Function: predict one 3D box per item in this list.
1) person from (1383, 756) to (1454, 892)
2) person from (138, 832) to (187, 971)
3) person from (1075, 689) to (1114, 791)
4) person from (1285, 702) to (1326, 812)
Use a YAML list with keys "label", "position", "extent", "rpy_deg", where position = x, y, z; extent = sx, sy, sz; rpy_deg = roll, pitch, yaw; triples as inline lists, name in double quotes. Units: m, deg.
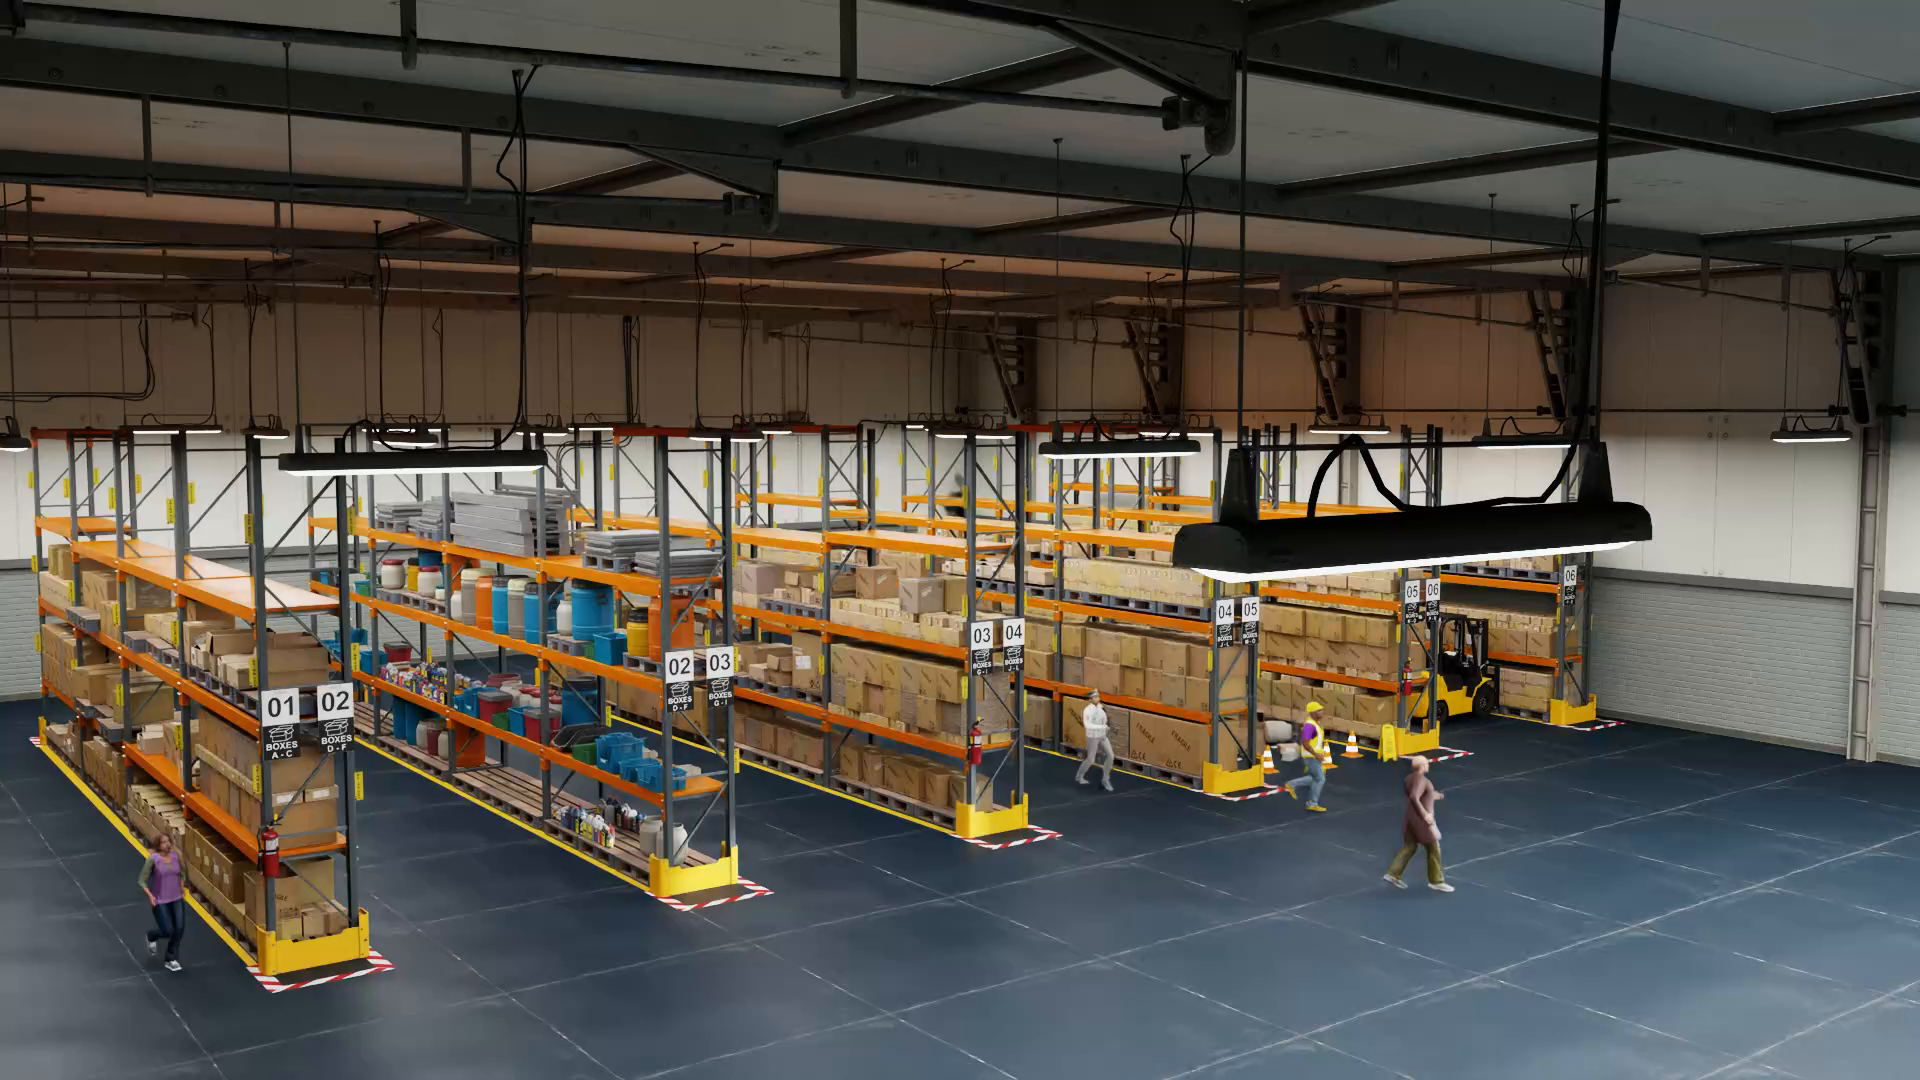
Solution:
- label: "person"
  position: [6.000, 3.704, 21.727]
  extent: [0.953, 1.792, 0.700]
  rpy_deg: [-1, 5, -13]
- label: "person"
  position: [-8.995, 4.084, 18.829]
  extent: [0.560, 1.531, 0.527]
  rpy_deg: [4, 6, 40]
- label: "person"
  position: [2.268, 3.328, 27.800]
  extent: [0.619, 1.726, 0.739]
  rpy_deg: [-4, 6, -43]
- label: "person"
  position: [5.472, 3.406, 26.285]
  extent: [0.663, 1.733, 0.705]
  rpy_deg: [1, 5, 16]
